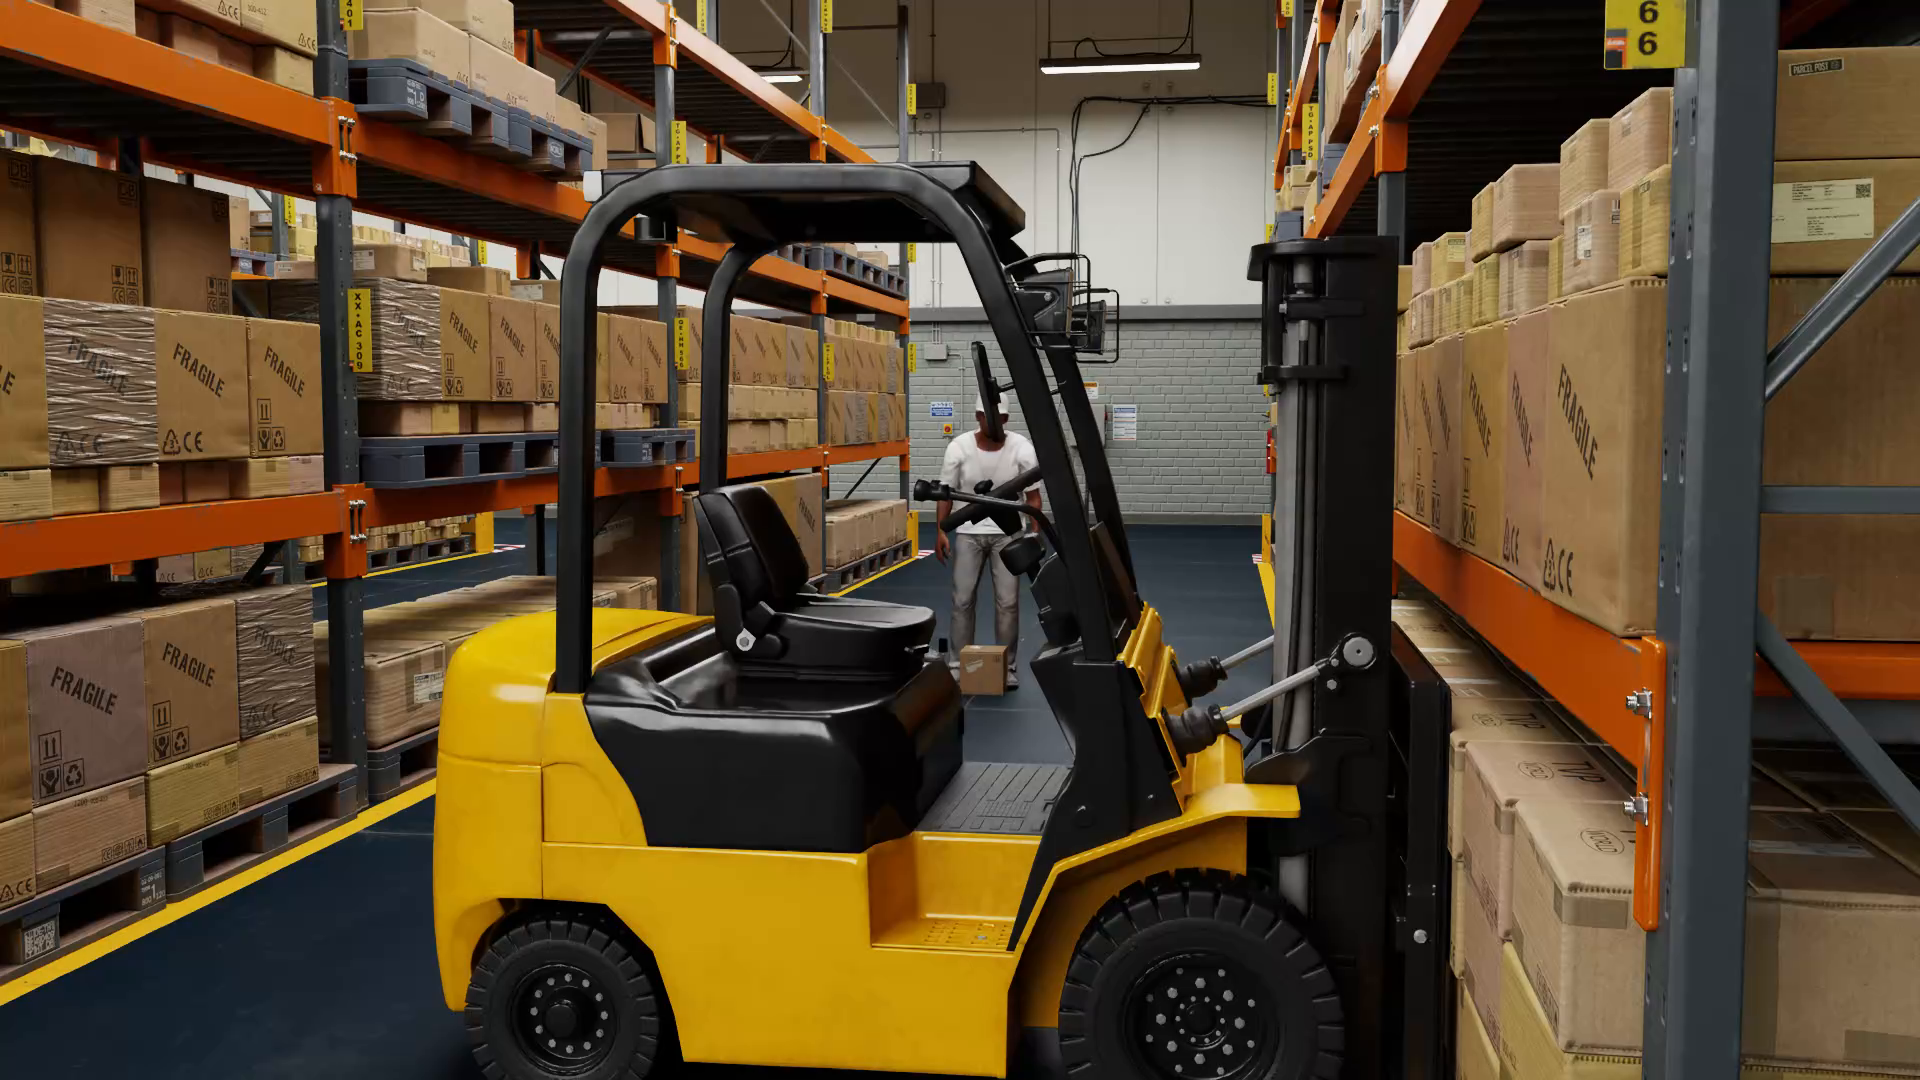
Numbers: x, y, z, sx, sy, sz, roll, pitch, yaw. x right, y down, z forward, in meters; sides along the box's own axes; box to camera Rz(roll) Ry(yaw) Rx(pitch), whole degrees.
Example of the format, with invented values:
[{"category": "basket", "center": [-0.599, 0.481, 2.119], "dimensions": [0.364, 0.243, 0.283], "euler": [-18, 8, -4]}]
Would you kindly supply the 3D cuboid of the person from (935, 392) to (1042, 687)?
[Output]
[{"category": "person", "center": [0.167, -0.017, 9.762], "dimensions": [0.629, 1.759, 0.460], "euler": [0, 4, 5]}]
